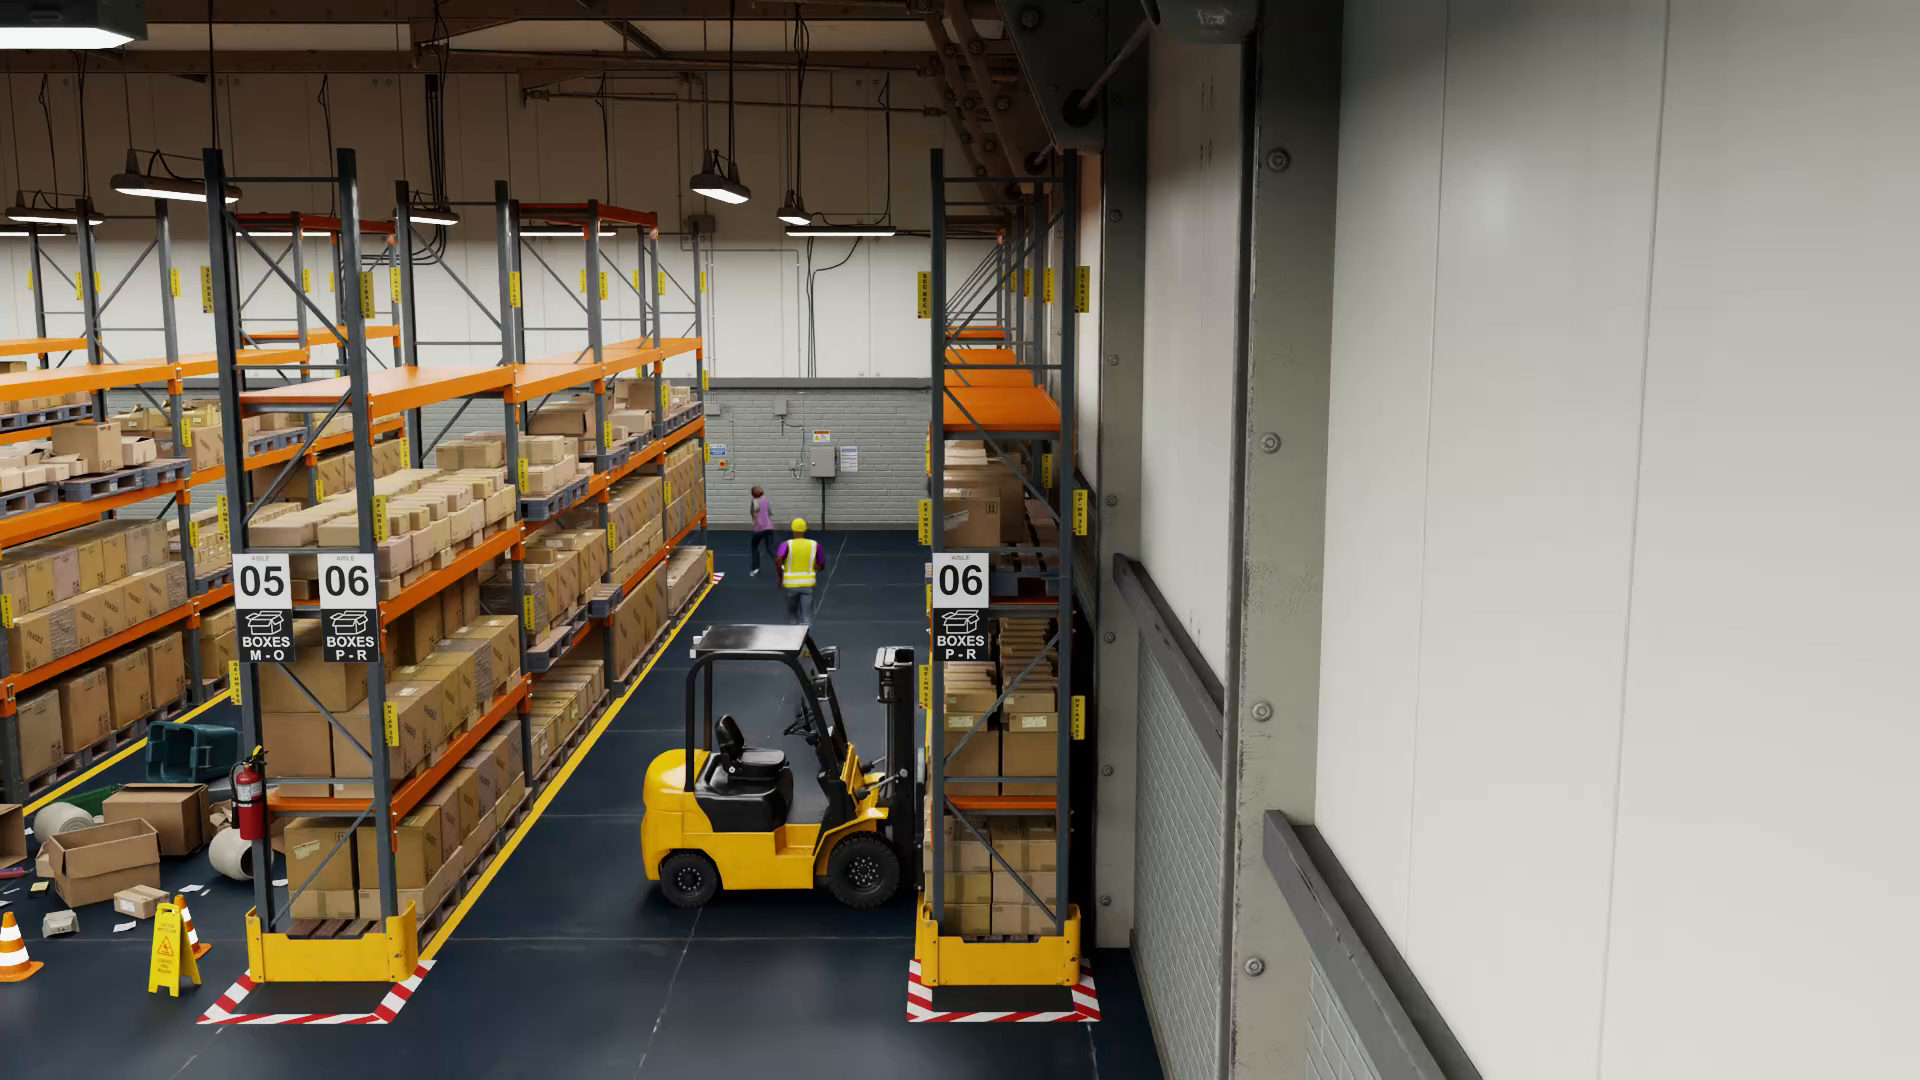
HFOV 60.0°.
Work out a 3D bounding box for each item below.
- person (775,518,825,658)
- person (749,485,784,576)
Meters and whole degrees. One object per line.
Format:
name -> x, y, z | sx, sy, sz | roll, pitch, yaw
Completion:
person -> -2.030, 0.656, 21.201 | 0.631, 1.866, 0.802 | -1, 9, -5
person -> -3.326, -0.117, 28.312 | 0.888, 1.615, 0.569 | 8, 12, 42
